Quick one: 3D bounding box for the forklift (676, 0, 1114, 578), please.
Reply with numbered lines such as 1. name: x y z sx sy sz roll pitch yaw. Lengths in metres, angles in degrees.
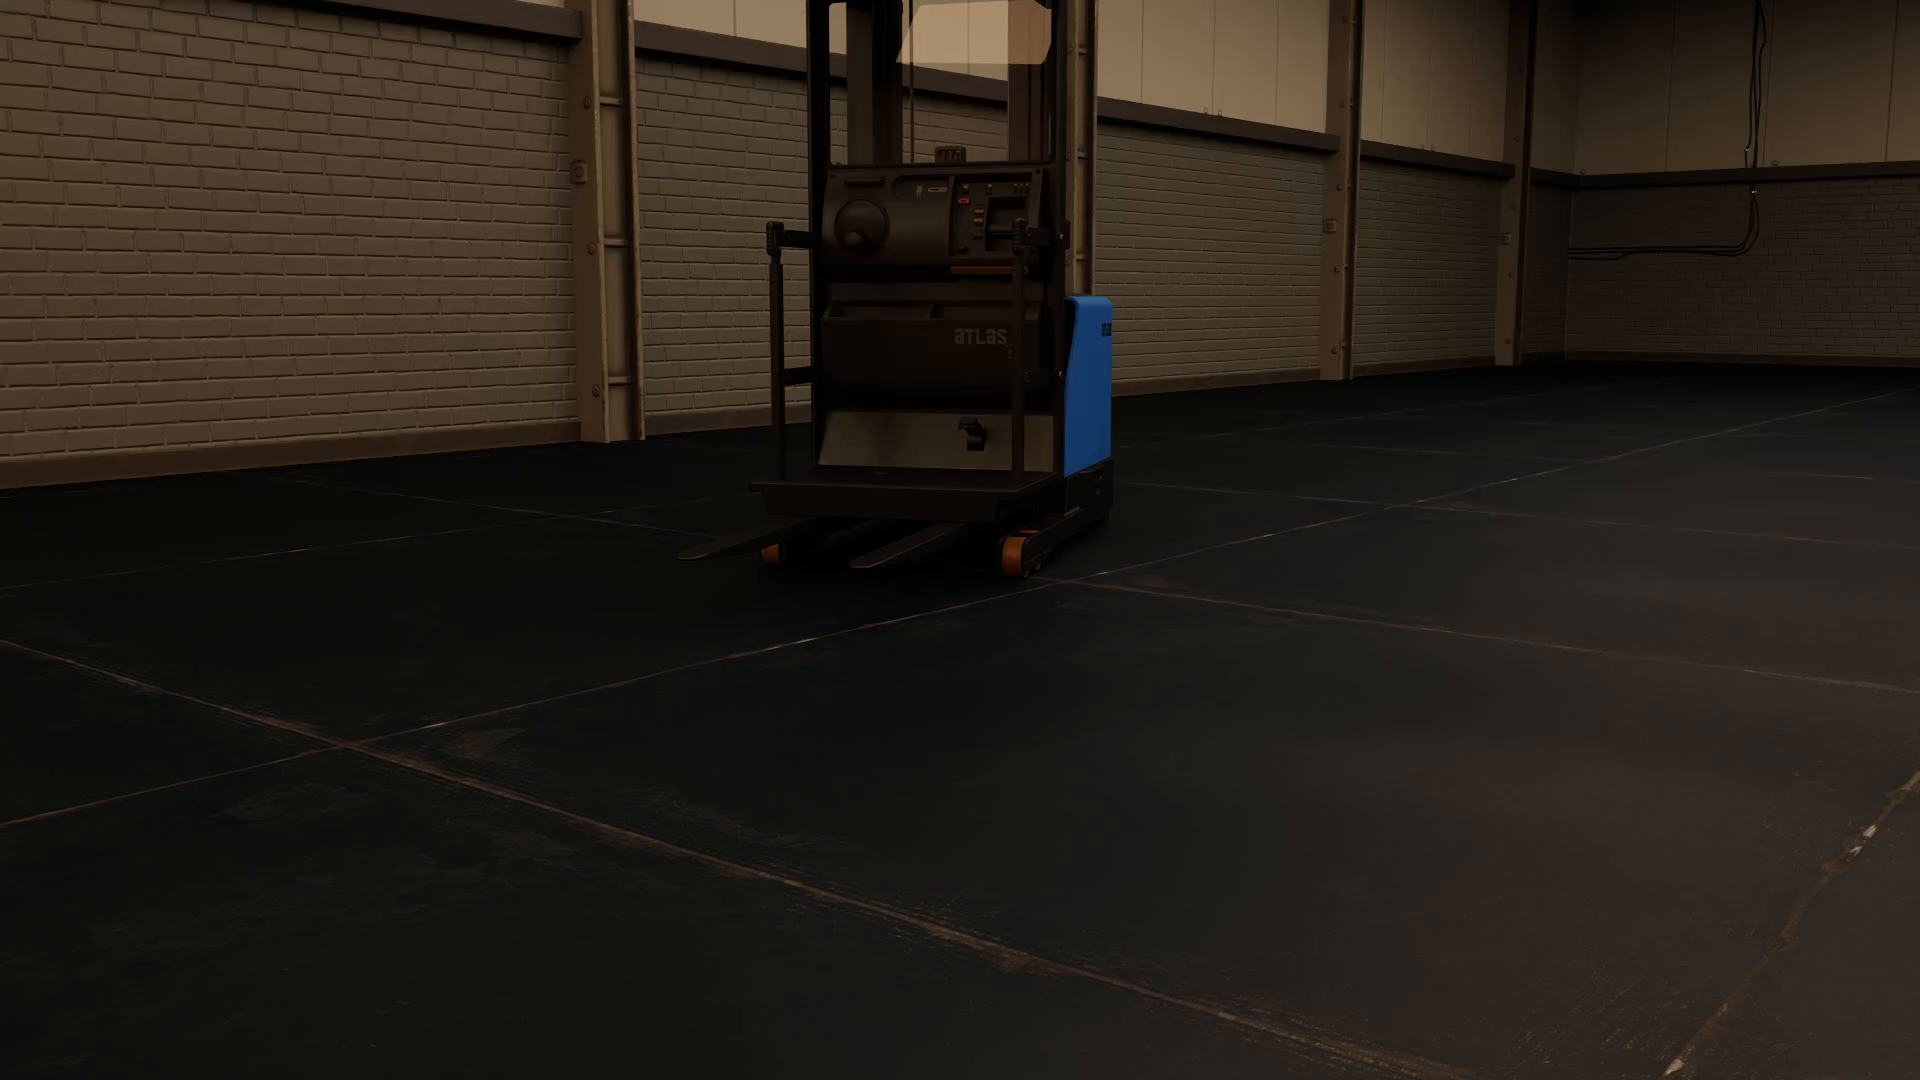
1. forklift: -0.176 -1.366 6.616 1.130 2.935 3.031 3 9 17
